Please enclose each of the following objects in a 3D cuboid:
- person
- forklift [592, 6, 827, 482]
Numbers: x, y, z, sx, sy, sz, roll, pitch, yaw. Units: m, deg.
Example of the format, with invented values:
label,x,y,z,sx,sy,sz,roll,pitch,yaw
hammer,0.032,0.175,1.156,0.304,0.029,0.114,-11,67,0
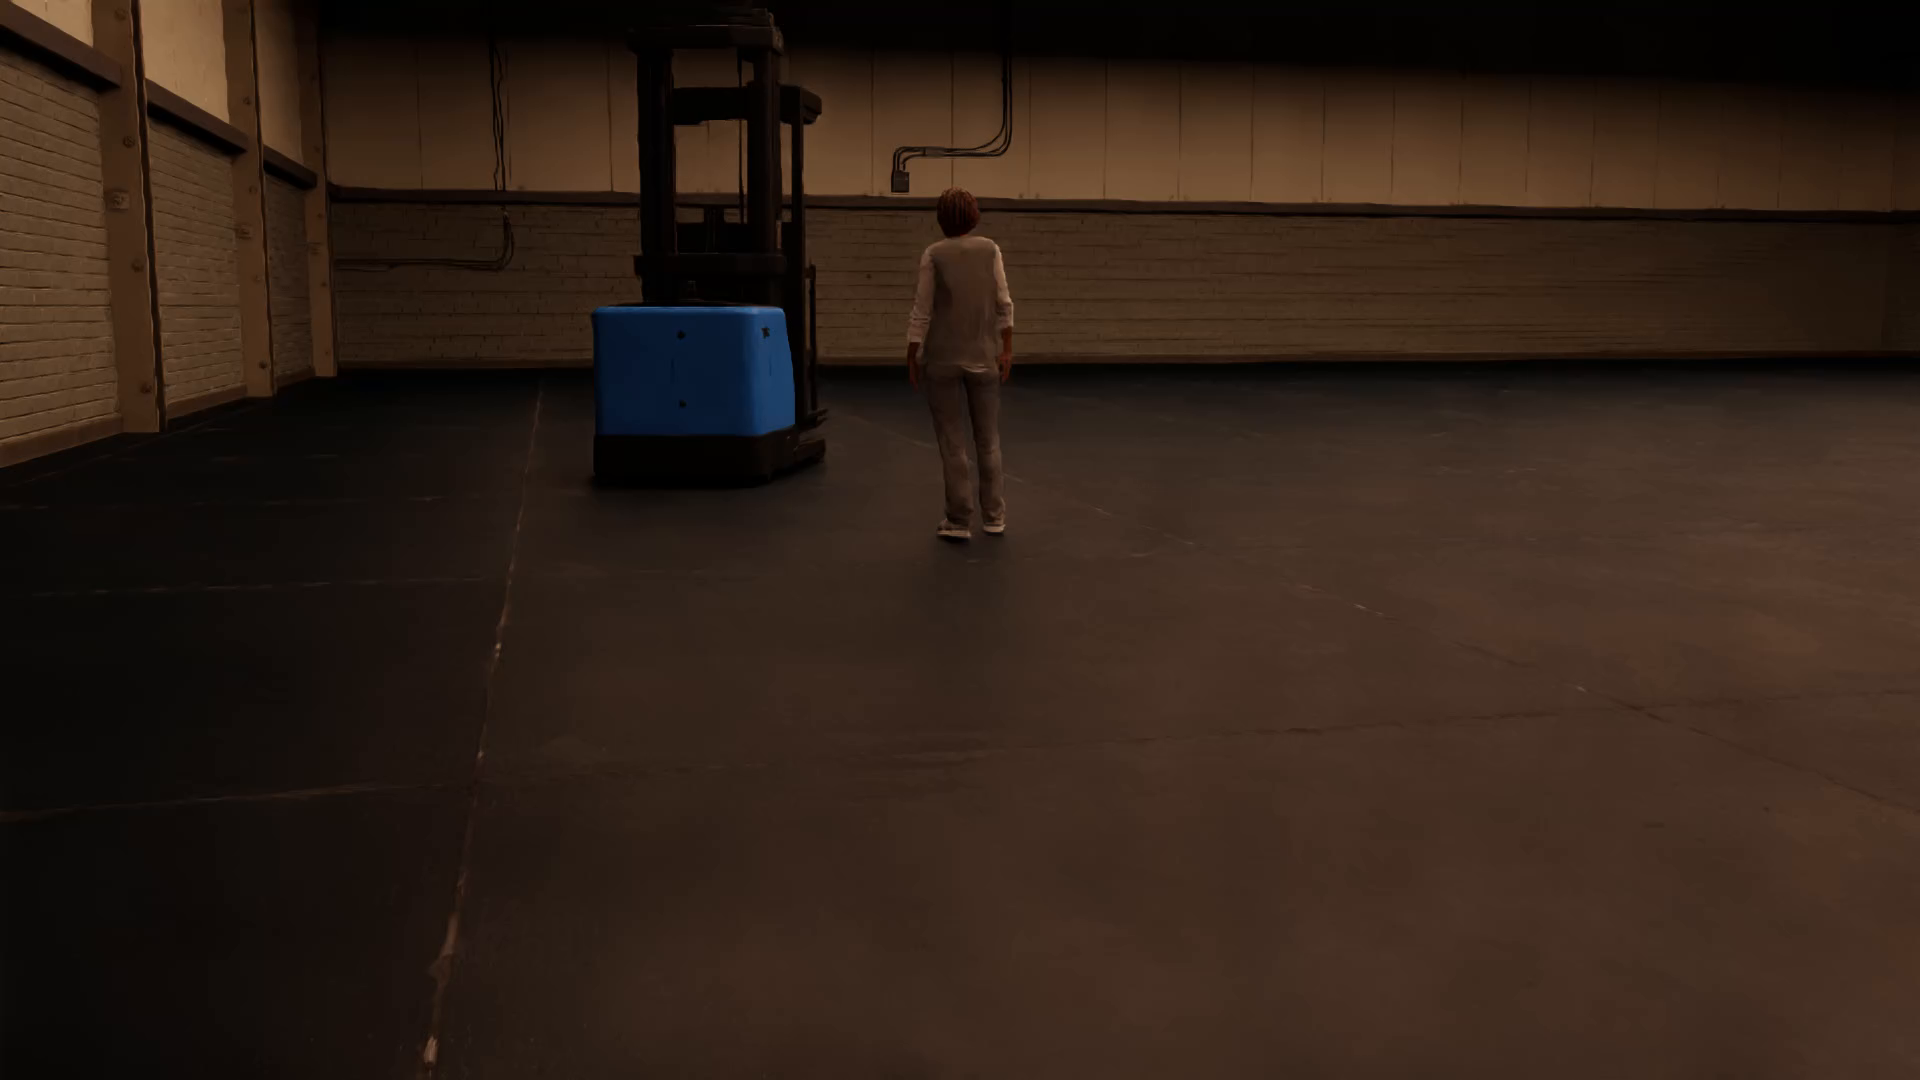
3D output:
label,x,y,z,sx,sy,sz,roll,pitch,yaw
person,-0.004,-0.808,7.670,0.521,1.597,0.474,-2,8,-13
forklift,-1.538,-1.975,11.243,1.130,2.935,3.031,1,8,6
